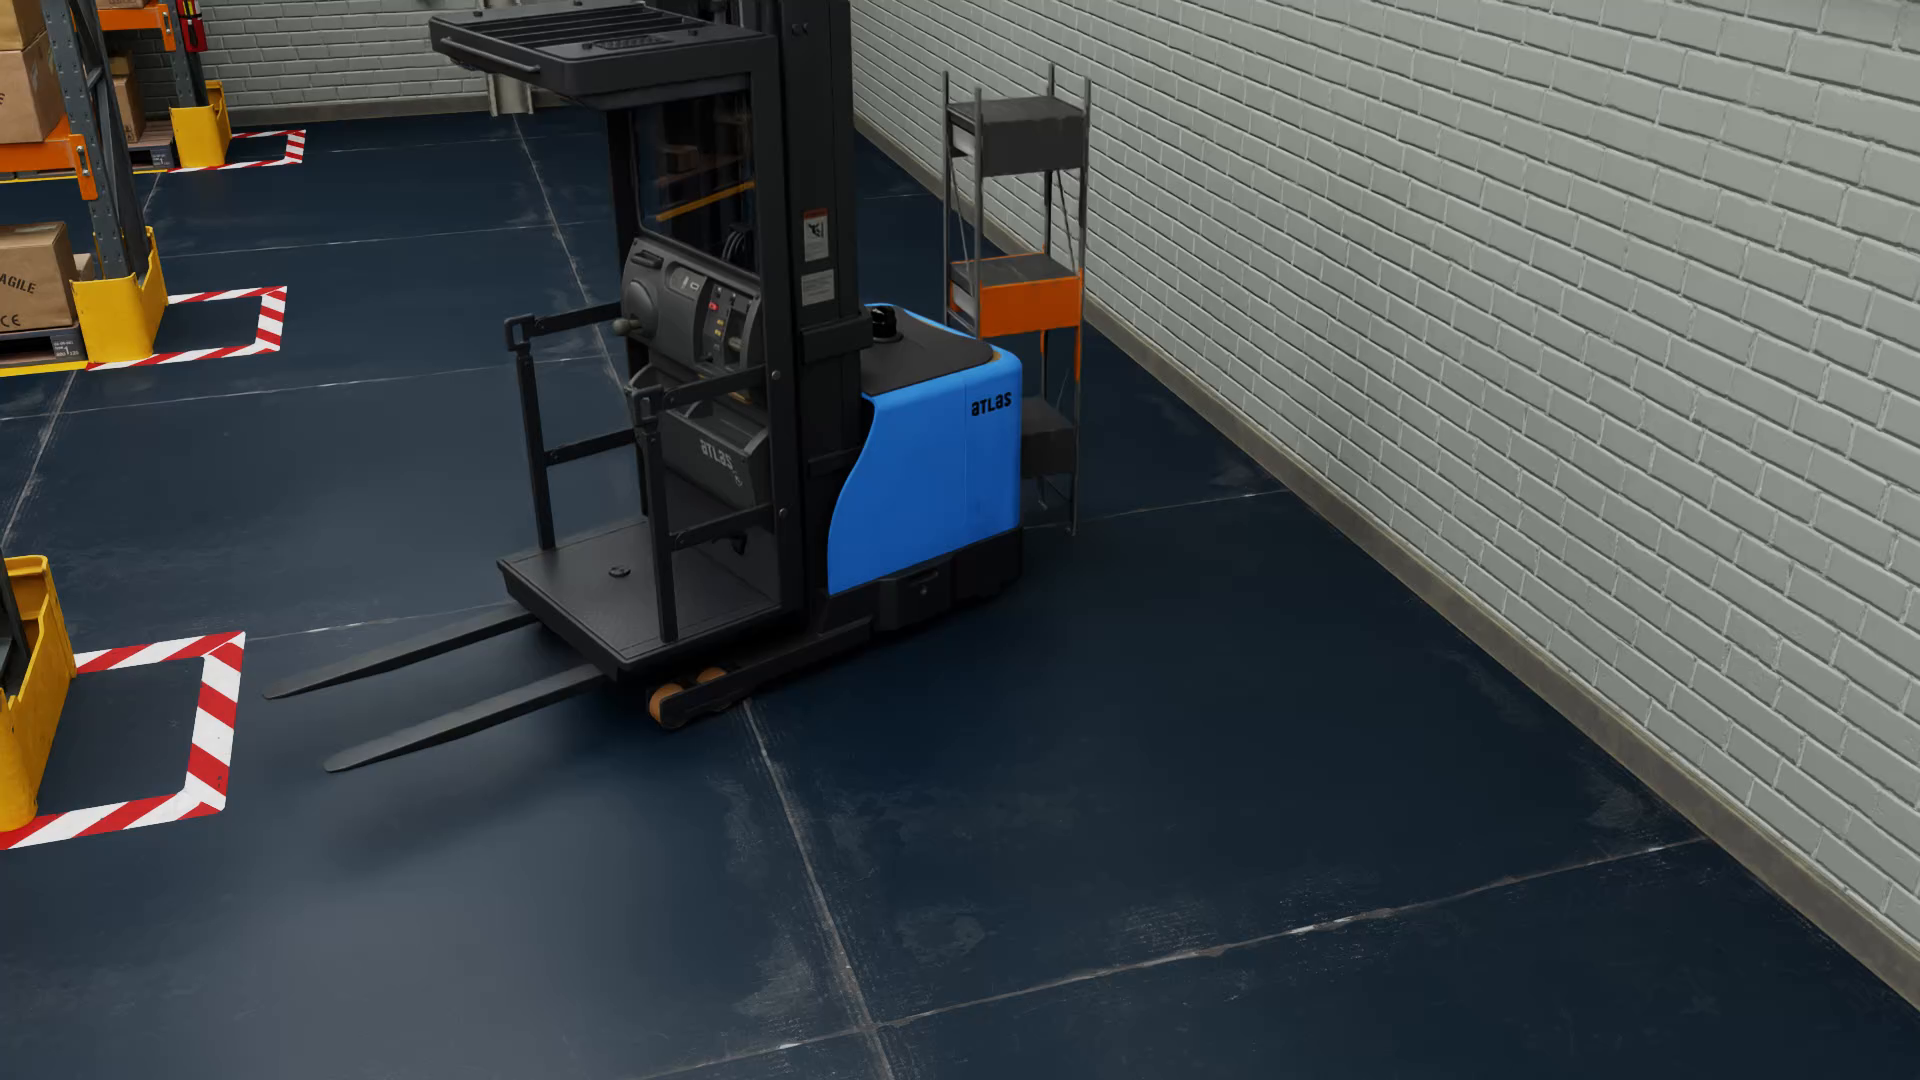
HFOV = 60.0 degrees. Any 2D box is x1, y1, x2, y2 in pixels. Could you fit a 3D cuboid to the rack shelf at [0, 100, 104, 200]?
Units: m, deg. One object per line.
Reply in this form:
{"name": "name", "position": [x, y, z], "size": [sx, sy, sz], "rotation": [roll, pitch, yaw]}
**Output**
{"name": "rack shelf", "position": [-7.004, -2.062, 9.340], "size": [4.000, 0.370, 1.077], "rotation": [-8, 28, -16]}

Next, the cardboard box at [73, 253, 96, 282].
{"name": "cardboard box", "position": [-5.607, -1.668, 10.447], "size": [0.250, 0.149, 0.380], "rotation": [-8, 28, -16]}

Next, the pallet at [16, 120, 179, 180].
{"name": "pallet", "position": [-7.376, -3.362, 14.284], "size": [1.213, 0.211, 1.003], "rotation": [-8, 28, -16]}

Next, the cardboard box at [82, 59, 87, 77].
{"name": "cardboard box", "position": [-7.340, -3.879, 13.800], "size": [0.250, 0.149, 0.380], "rotation": [-9, 28, -17]}

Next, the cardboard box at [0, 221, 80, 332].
{"name": "cardboard box", "position": [-5.543, -1.558, 9.832], "size": [0.500, 0.500, 0.500], "rotation": [-8, 28, -16]}

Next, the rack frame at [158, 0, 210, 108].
{"name": "rack frame", "position": [-6.640, -4.754, 13.952], "size": [0.127, 3.000, 1.000], "rotation": [-8, 28, -16]}

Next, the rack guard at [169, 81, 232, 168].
{"name": "rack guard", "position": [-6.617, -3.638, 14.515], "size": [0.348, 0.500, 1.175], "rotation": [-8, 28, -16]}

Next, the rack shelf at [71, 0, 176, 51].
{"name": "rack shelf", "position": [-8.542, -4.156, 13.558], "size": [4.000, 0.370, 1.077], "rotation": [-8, 28, -16]}

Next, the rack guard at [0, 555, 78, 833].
{"name": "rack guard", "position": [-3.553, 0.546, 6.088], "size": [0.348, 0.500, 1.175], "rotation": [-8, 28, -16]}

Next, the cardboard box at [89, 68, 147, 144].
{"name": "cardboard box", "position": [-7.275, -3.684, 14.135], "size": [0.500, 0.500, 0.700], "rotation": [-8, 28, -16]}

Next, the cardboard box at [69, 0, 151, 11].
{"name": "cardboard box", "position": [-7.122, -4.814, 13.736], "size": [0.700, 0.700, 0.980], "rotation": [-7, 27, -14]}

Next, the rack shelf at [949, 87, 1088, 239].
{"name": "rack shelf", "position": [0.235, -1.615, 7.099], "size": [0.480, 0.518, 0.431], "rotation": [-10, 28, -19]}

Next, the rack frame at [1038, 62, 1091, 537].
{"name": "rack frame", "position": [0.462, -1.040, 7.483], "size": [0.015, 2.100, 0.400], "rotation": [-10, 28, -19]}

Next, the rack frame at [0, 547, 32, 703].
{"name": "rack frame", "position": [-3.572, -0.565, 5.515], "size": [0.127, 3.000, 1.000], "rotation": [-8, 28, -16]}

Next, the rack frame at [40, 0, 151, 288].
{"name": "rack frame", "position": [-5.103, -2.660, 9.734], "size": [0.127, 3.000, 1.000], "rotation": [-8, 28, -16]}

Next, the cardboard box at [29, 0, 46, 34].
{"name": "cardboard box", "position": [-5.606, -3.203, 9.591], "size": [0.500, 0.500, 0.500], "rotation": [-7, 27, -15]}

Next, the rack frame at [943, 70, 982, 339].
{"name": "rack frame", "position": [0.007, -0.961, 7.324], "size": [0.015, 2.100, 0.400], "rotation": [-10, 28, -19]}

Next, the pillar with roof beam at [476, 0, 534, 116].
{"name": "pillar with roof beam", "position": [-3.008, -6.358, 10.437], "size": [0.400, 9.000, 9.100], "rotation": [-8, 28, -16]}

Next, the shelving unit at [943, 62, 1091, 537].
{"name": "shelving unit", "position": [0.235, -1.000, 7.404], "size": [0.503, 2.100, 0.431], "rotation": [-10, 28, -19]}

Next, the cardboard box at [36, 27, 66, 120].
{"name": "cardboard box", "position": [-5.606, -2.755, 9.814], "size": [0.500, 0.500, 0.500], "rotation": [-8, 27, -15]}

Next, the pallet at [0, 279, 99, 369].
{"name": "pallet", "position": [-5.933, -1.290, 10.112], "size": [1.213, 0.211, 1.003], "rotation": [-8, 28, -16]}

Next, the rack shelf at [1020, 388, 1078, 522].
{"name": "rack shelf", "position": [0.235, -0.361, 7.721], "size": [0.480, 0.518, 0.431], "rotation": [-10, 28, -19]}

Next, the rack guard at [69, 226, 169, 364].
{"name": "rack guard", "position": [-5.175, -1.530, 10.269], "size": [0.348, 0.500, 1.175], "rotation": [-8, 28, -16]}

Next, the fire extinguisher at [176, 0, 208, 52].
{"name": "fire extinguisher", "position": [-6.354, -4.378, 13.701], "size": [0.183, 0.674, 0.296], "rotation": [-8, 28, -16]}

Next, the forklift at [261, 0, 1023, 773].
{"name": "forklift", "position": [-1.188, -0.862, 6.191], "size": [3.031, 2.935, 1.130], "rotation": [-20, 33, -34]}

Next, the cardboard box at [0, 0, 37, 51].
{"name": "cardboard box", "position": [-5.441, -2.975, 9.132], "size": [0.500, 0.500, 0.500], "rotation": [-8, 28, -17]}

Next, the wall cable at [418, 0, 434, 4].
{"name": "wall cable", "position": [-5.716, -5.785, 14.887], "size": [1.851, 1.984, 0.084], "rotation": [-8, 28, -16]}

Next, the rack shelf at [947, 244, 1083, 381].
{"name": "rack shelf", "position": [0.235, -0.988, 7.410], "size": [0.480, 0.518, 0.431], "rotation": [-10, 28, -19]}

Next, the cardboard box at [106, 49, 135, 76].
{"name": "cardboard box", "position": [-7.218, -4.076, 14.196], "size": [0.250, 0.149, 0.380], "rotation": [-8, 28, -16]}

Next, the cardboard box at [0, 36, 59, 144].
{"name": "cardboard box", "position": [-5.444, -2.528, 9.356], "size": [0.500, 0.500, 0.500], "rotation": [-7, 27, -15]}

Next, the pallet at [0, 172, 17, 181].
{"name": "pallet", "position": [-8.534, -3.195, 13.949], "size": [1.213, 0.211, 1.003], "rotation": [-8, 28, -16]}
